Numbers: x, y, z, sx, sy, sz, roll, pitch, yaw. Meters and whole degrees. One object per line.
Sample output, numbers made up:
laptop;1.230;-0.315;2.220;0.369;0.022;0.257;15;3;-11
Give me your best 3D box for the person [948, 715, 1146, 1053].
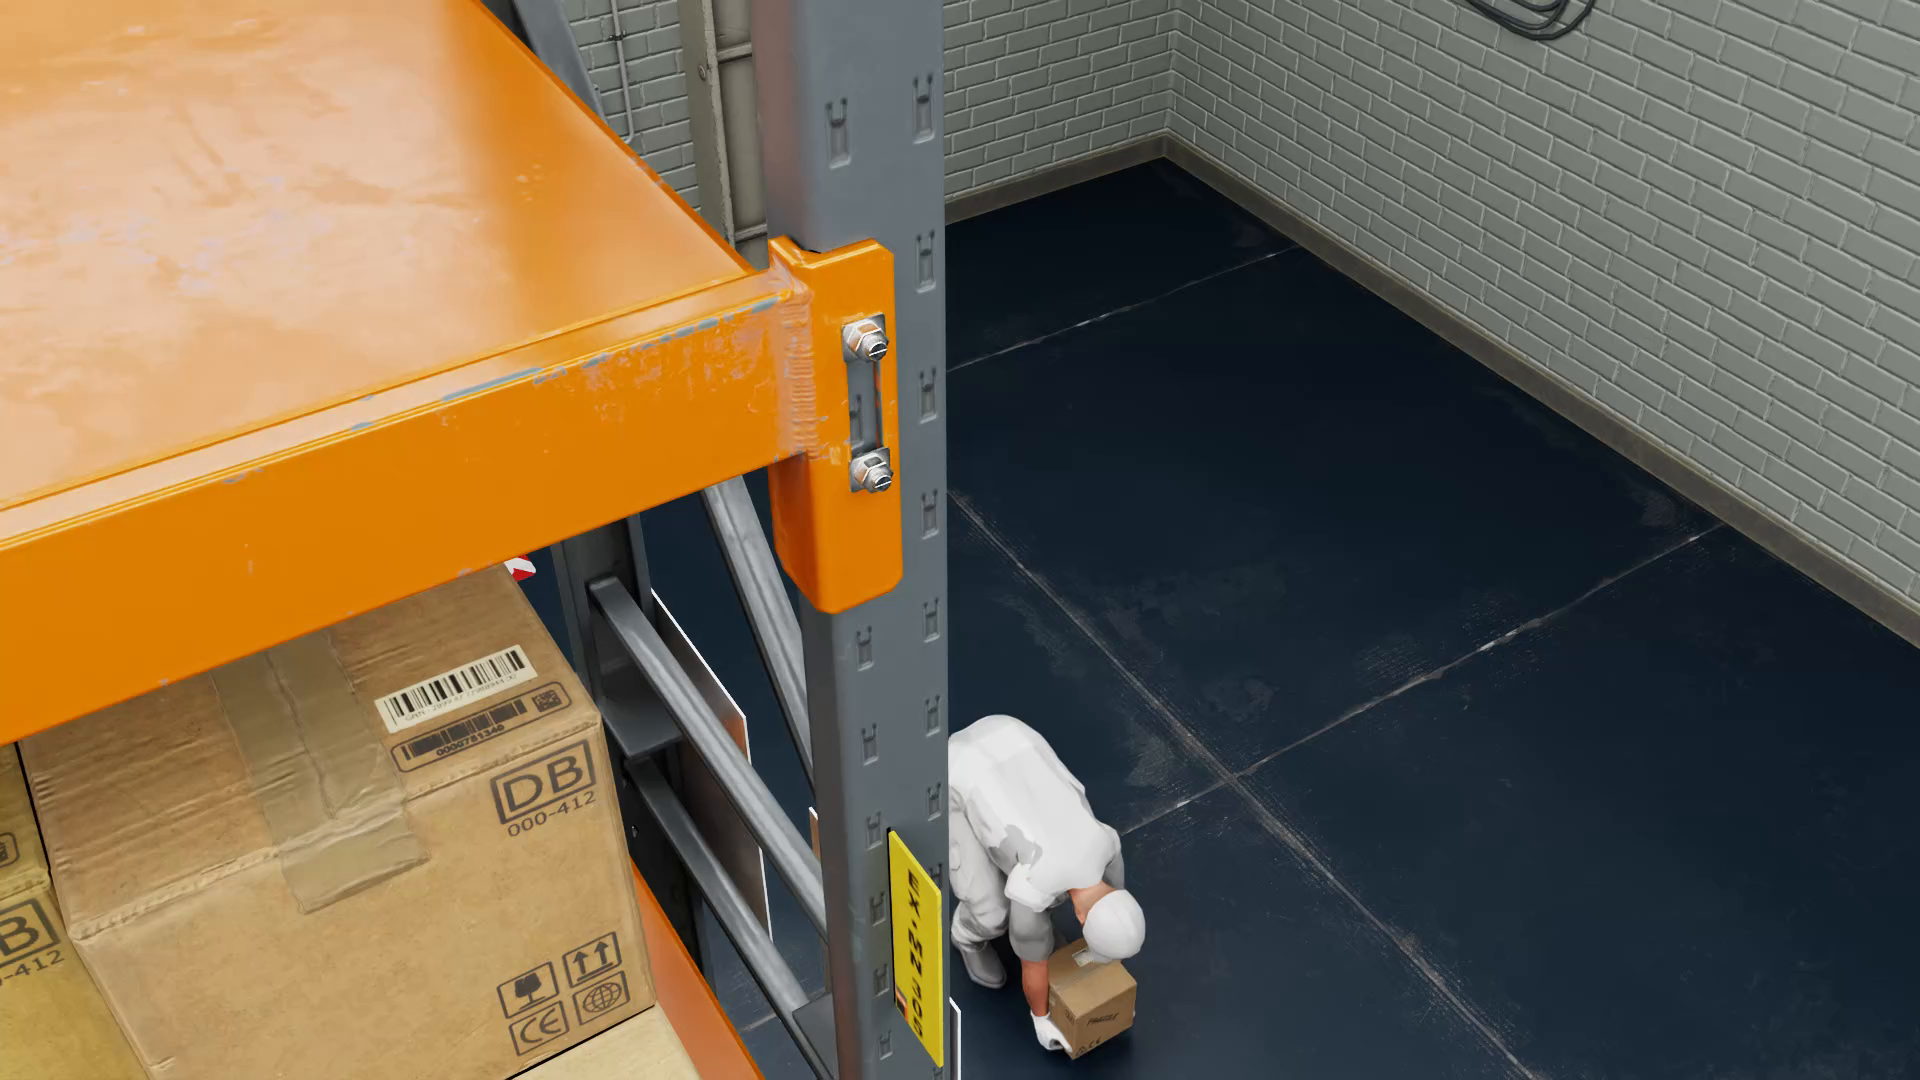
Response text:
person;0.268;1.169;5.569;0.519;0.997;0.950;-25;46;-26
